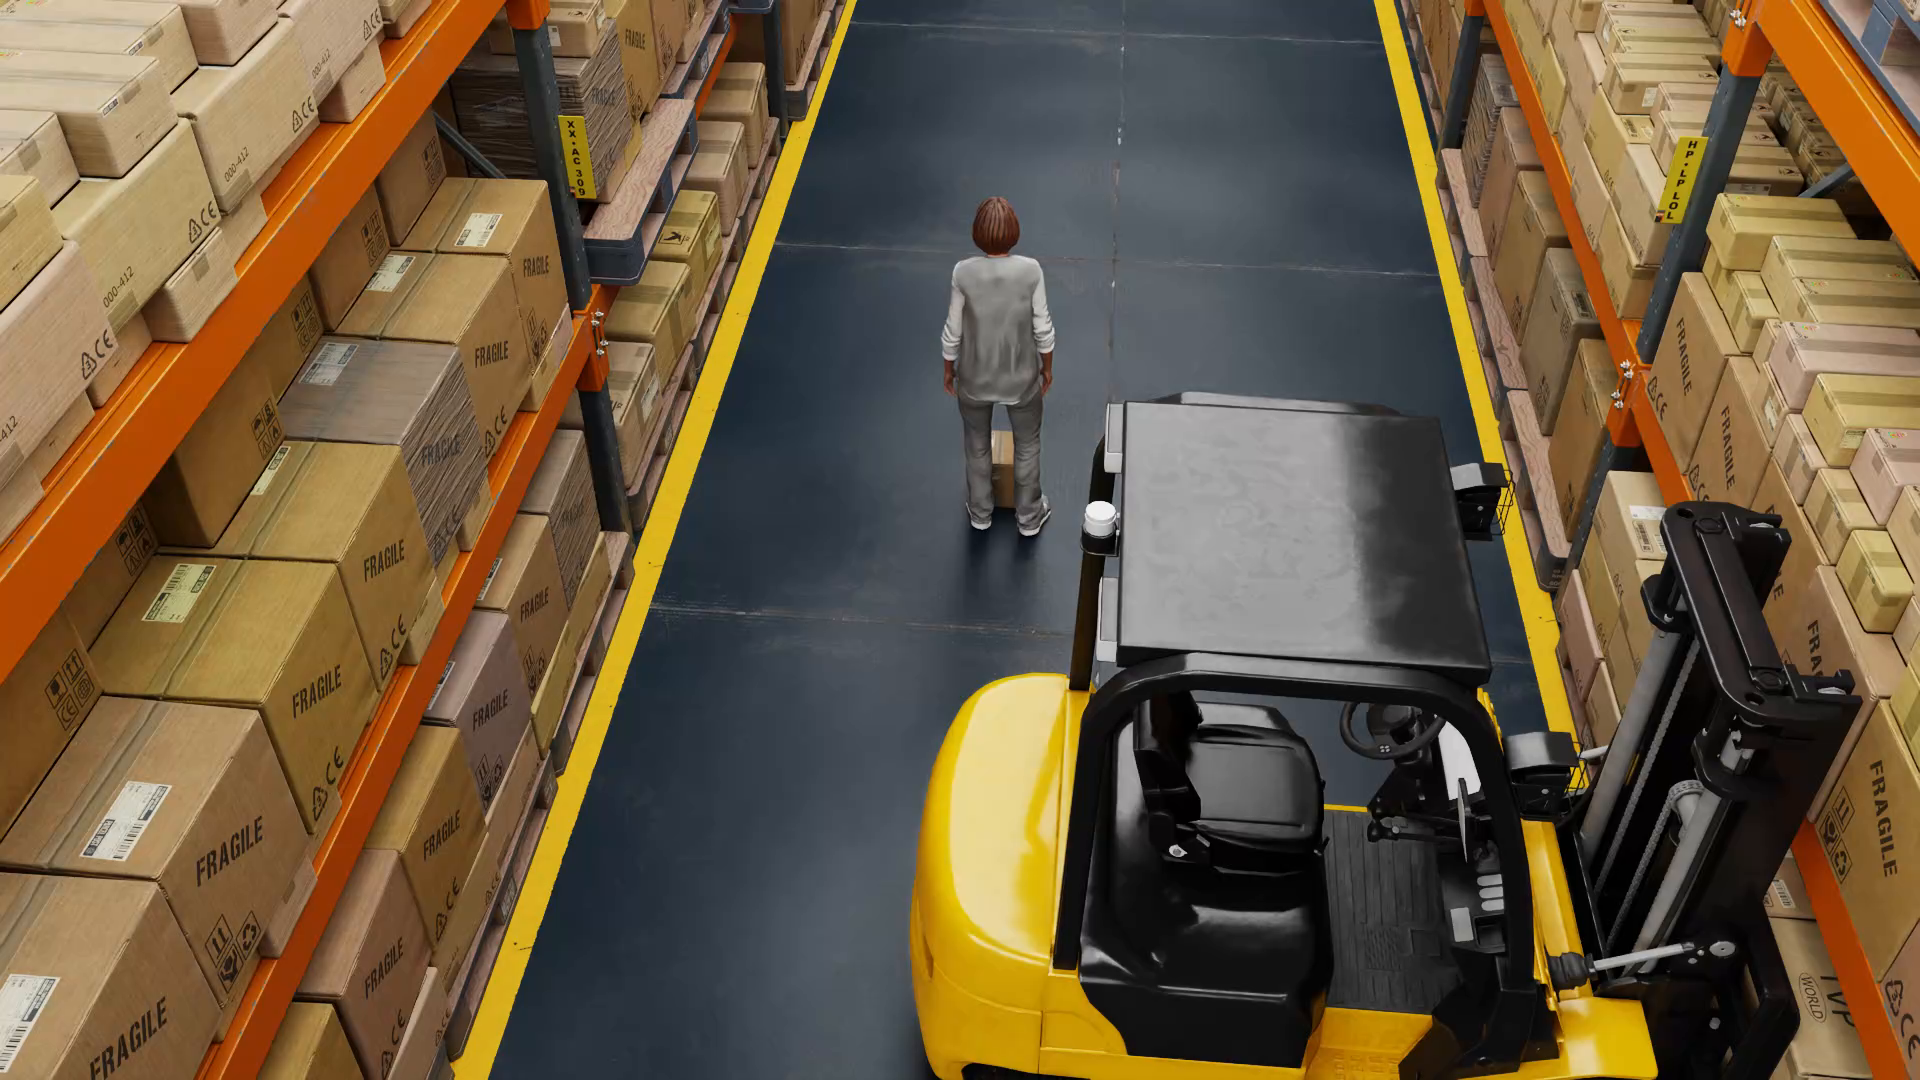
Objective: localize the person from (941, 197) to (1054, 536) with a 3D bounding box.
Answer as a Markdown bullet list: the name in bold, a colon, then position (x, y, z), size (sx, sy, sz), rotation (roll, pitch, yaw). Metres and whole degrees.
- **person**: position (0.165, -0.690, 6.970), size (0.485, 1.593, 0.374), rotation (1, 41, 1)
